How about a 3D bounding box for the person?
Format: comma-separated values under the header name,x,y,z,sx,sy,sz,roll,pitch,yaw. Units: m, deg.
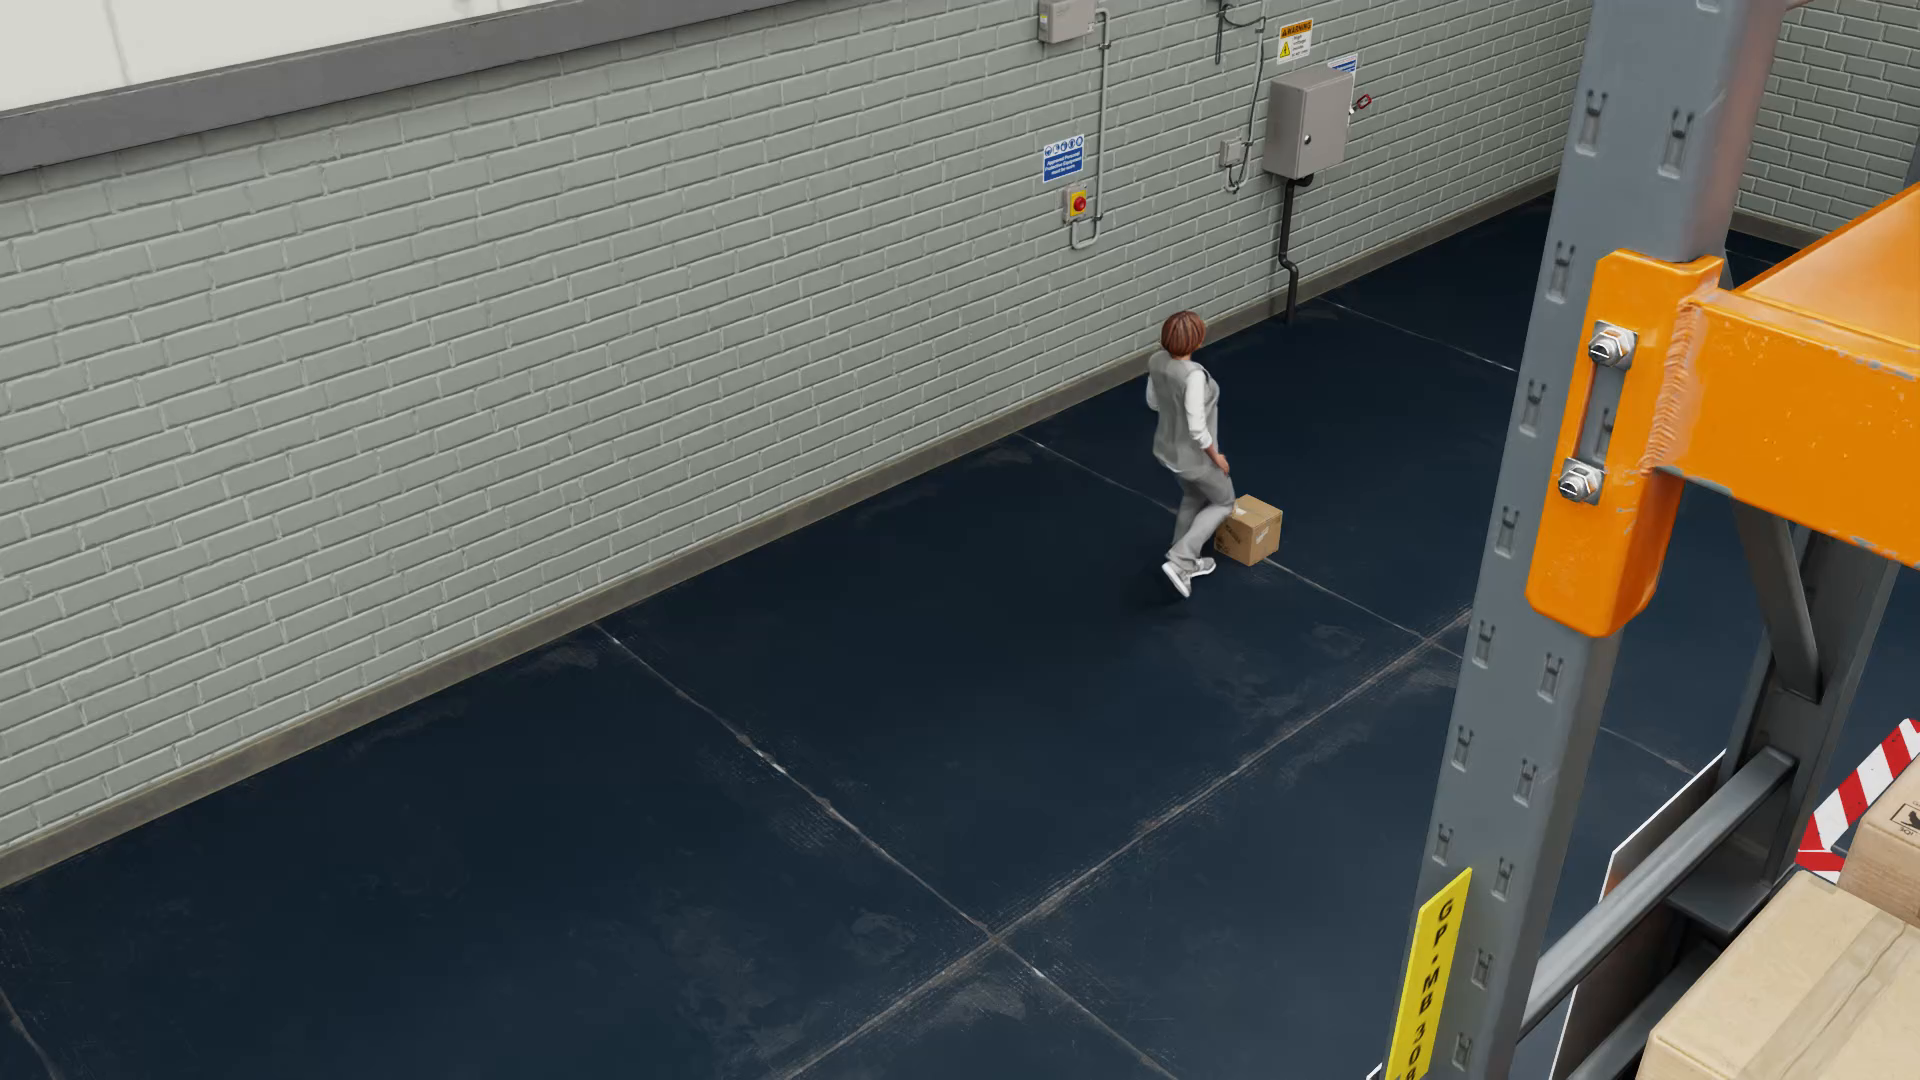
name,x,y,z,sx,sy,sz,roll,pitch,yaw
person,1.172,-0.445,8.372,0.468,1.562,0.528,-20,37,-28
